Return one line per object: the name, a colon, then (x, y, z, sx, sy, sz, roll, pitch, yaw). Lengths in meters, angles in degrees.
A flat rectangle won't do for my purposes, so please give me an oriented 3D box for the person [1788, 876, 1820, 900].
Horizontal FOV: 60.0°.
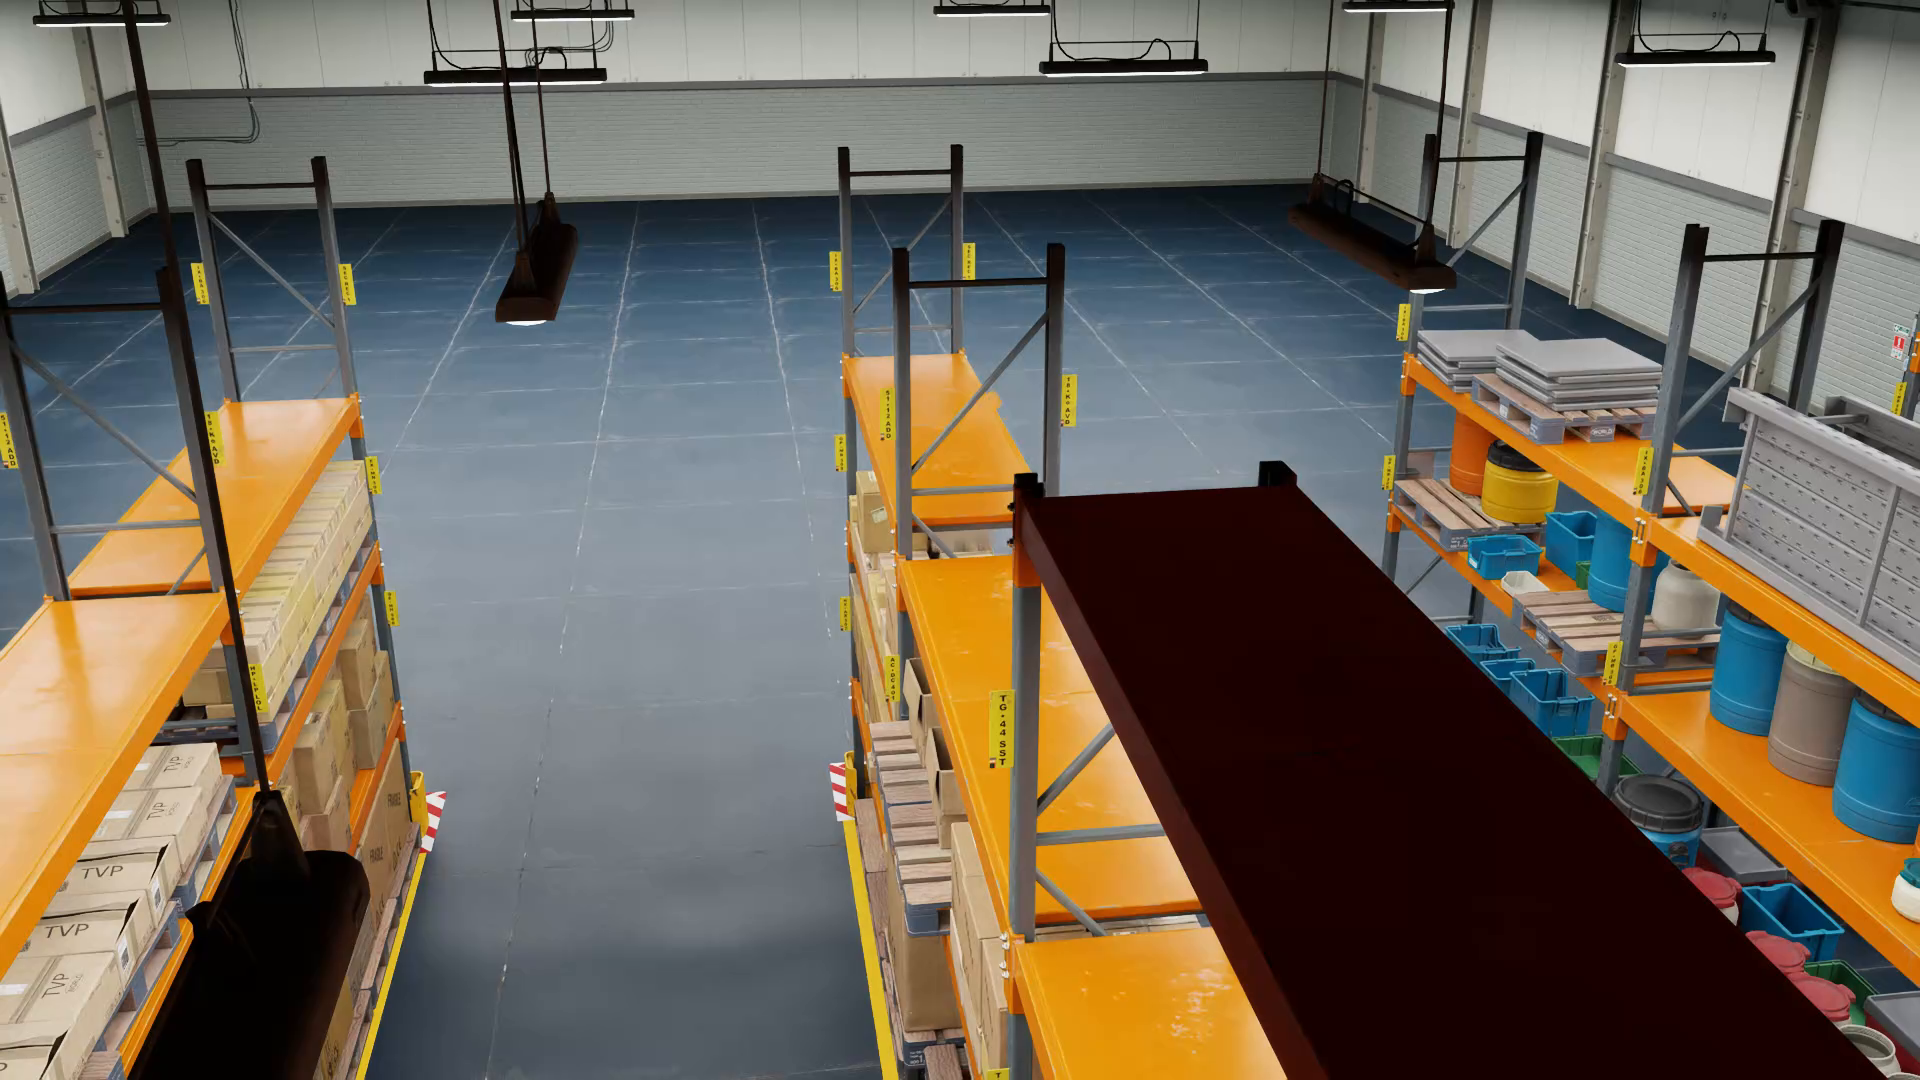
person: (7.346, 2.326, 13.579, 0.464, 1.591, 0.898, -8, 23, -20)
